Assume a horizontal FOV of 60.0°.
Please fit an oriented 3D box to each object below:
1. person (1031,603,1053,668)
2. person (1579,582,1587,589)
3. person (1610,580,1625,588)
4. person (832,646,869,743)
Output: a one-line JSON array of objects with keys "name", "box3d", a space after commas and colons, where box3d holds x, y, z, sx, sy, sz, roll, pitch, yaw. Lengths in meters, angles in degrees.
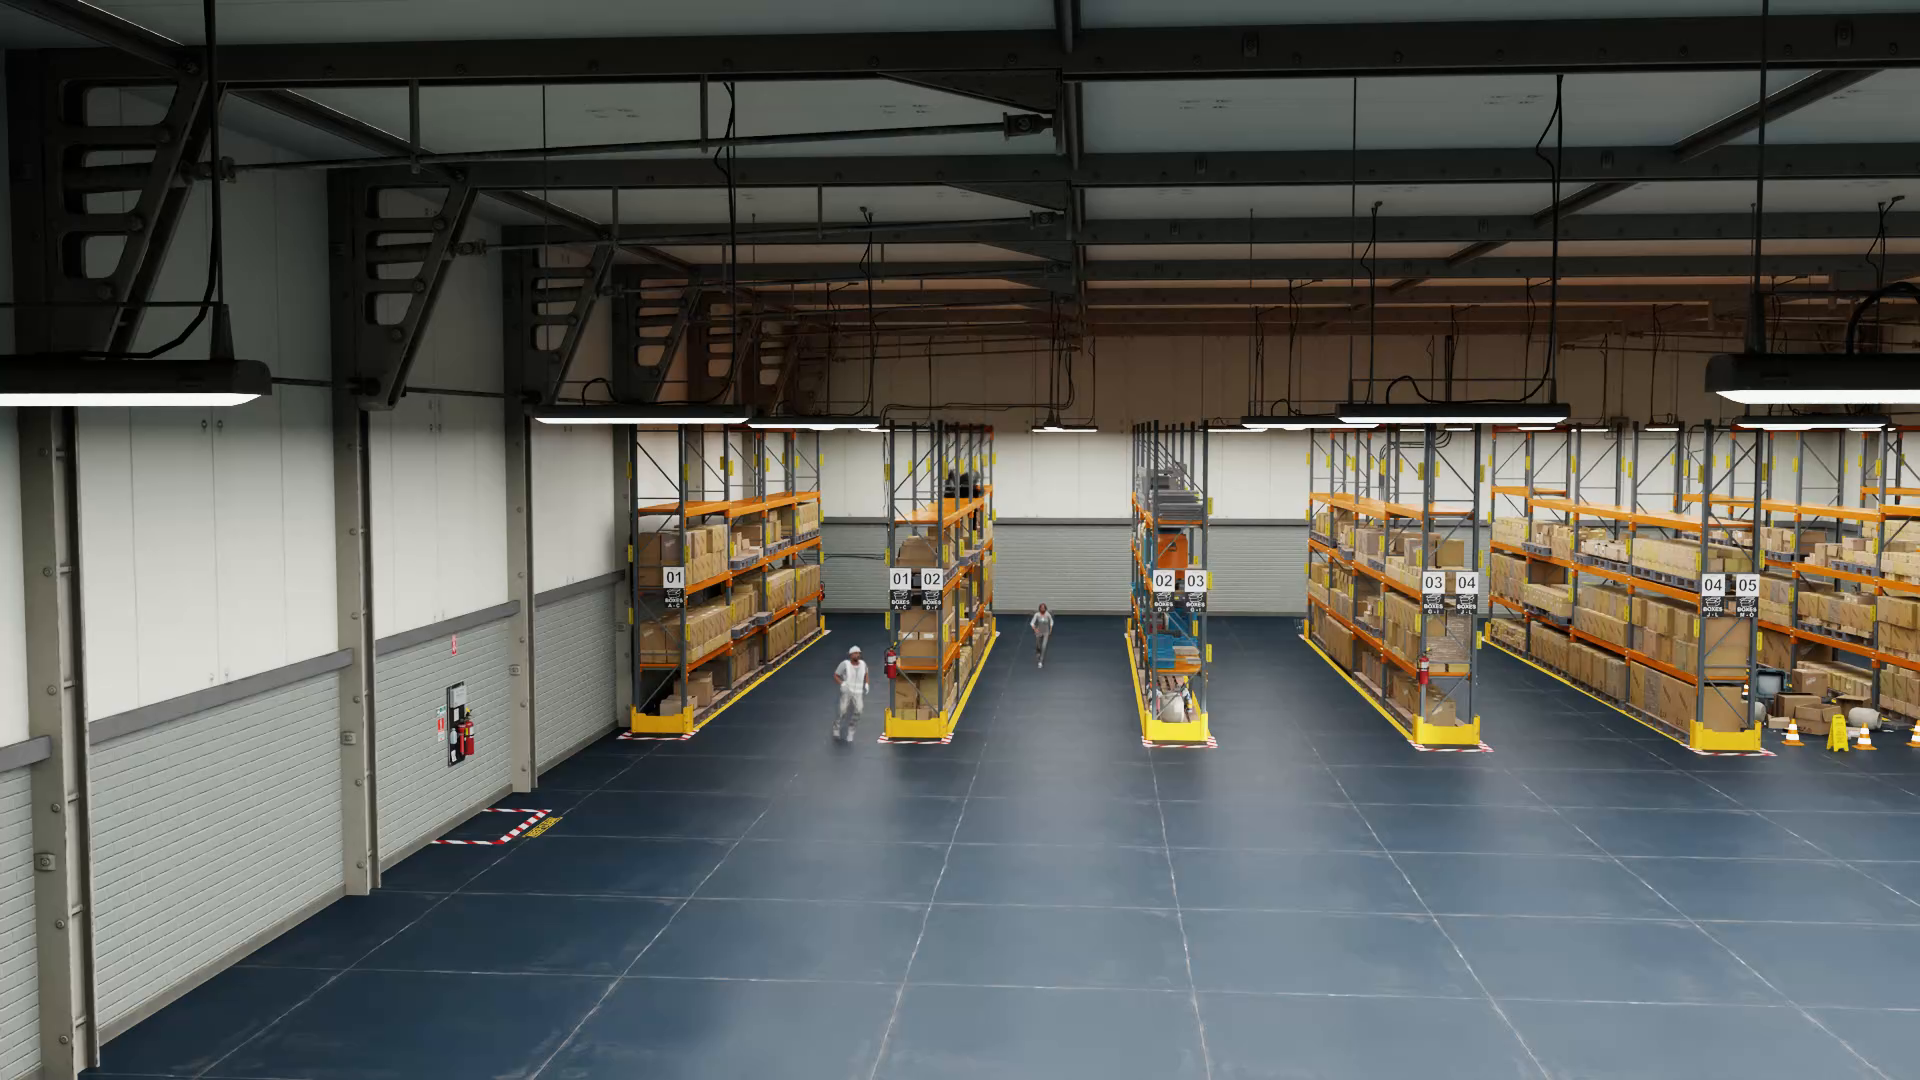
[{"name": "person", "box3d": [2.034, 2.349, 41.164, 0.566, 1.581, 0.691, 0, 4, -1]}, {"name": "person", "box3d": [16.980, 1.997, 45.292, 0.692, 1.720, 0.611, 0, 4, -5]}, {"name": "person", "box3d": [18.666, 1.876, 47.286, 0.870, 1.728, 0.661, 1, 4, 12]}, {"name": "person", "box3d": [-2.015, 2.882, 31.188, 0.745, 1.790, 0.674, -1, 4, -20]}]
